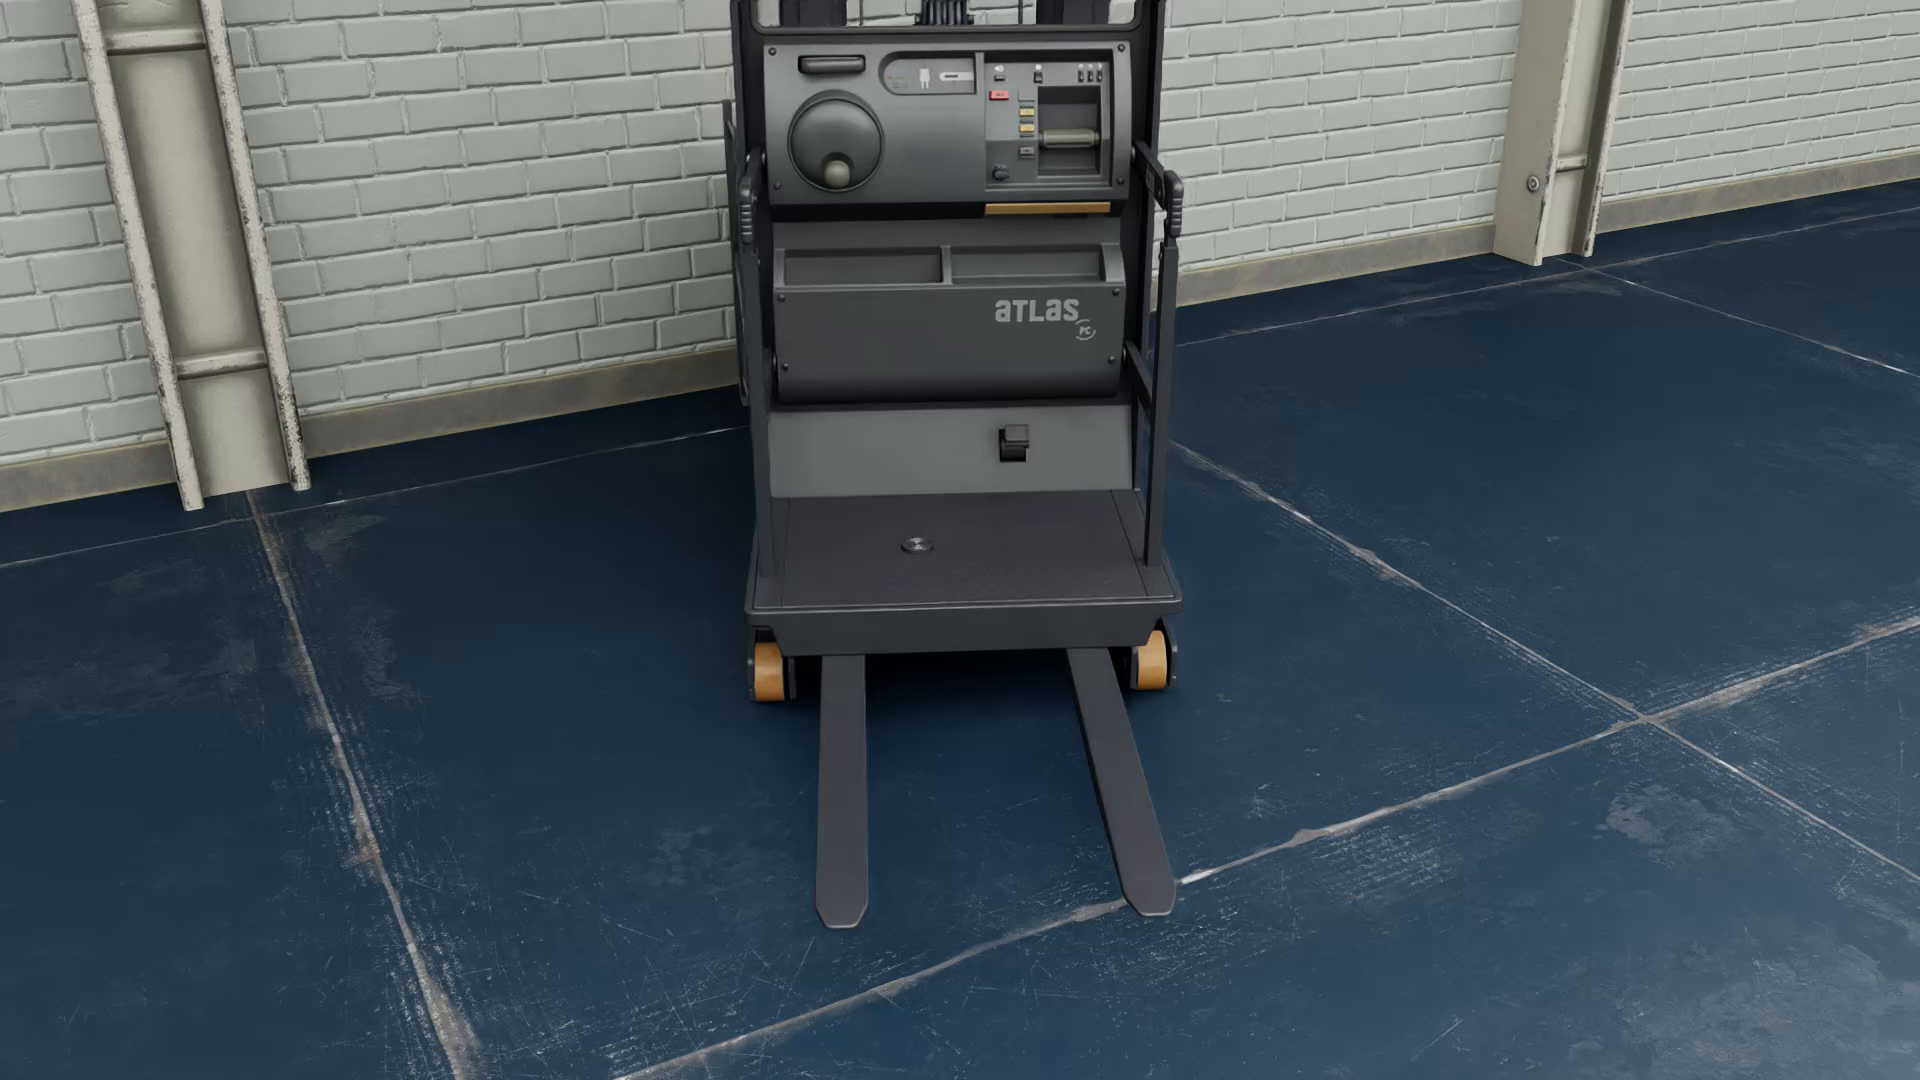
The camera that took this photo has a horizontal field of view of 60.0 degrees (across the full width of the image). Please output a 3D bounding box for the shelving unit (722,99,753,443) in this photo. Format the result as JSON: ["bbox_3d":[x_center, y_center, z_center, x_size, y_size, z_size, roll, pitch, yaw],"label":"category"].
[{"bbox_3d":[-0.283,-1.003,6.039,1.048,1.125,0.538,-5,26,-11],"label":"shelving unit"}]

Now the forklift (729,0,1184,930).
[{"bbox_3d":[-0.014,-1.040,4.029,1.130,2.935,3.031,-1,26,-3],"label":"forklift"}]

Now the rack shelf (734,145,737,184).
[{"bbox_3d":[-0.283,-1.267,5.912,1.000,0.278,0.538,-5,26,-11],"label":"rack shelf"}]

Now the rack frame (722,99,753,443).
[{"bbox_3d":[-0.780,-0.956,5.942,0.032,1.125,0.500,-5,26,-11],"label":"rack frame"}]

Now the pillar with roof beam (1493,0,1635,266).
[{"bbox_3d":[4.885,-3.828,2.827,0.400,9.000,9.100,-13,29,-25],"label":"pillar with roof beam"}]

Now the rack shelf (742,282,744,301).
[{"bbox_3d":[-0.283,-0.782,6.145,1.000,0.278,0.538,-5,26,-11],"label":"rack shelf"}]

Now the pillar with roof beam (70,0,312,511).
[{"bbox_3d":[-0.410,-2.606,0.281,0.400,9.000,9.100,-13,29,-25],"label":"pillar with roof beam"}]
